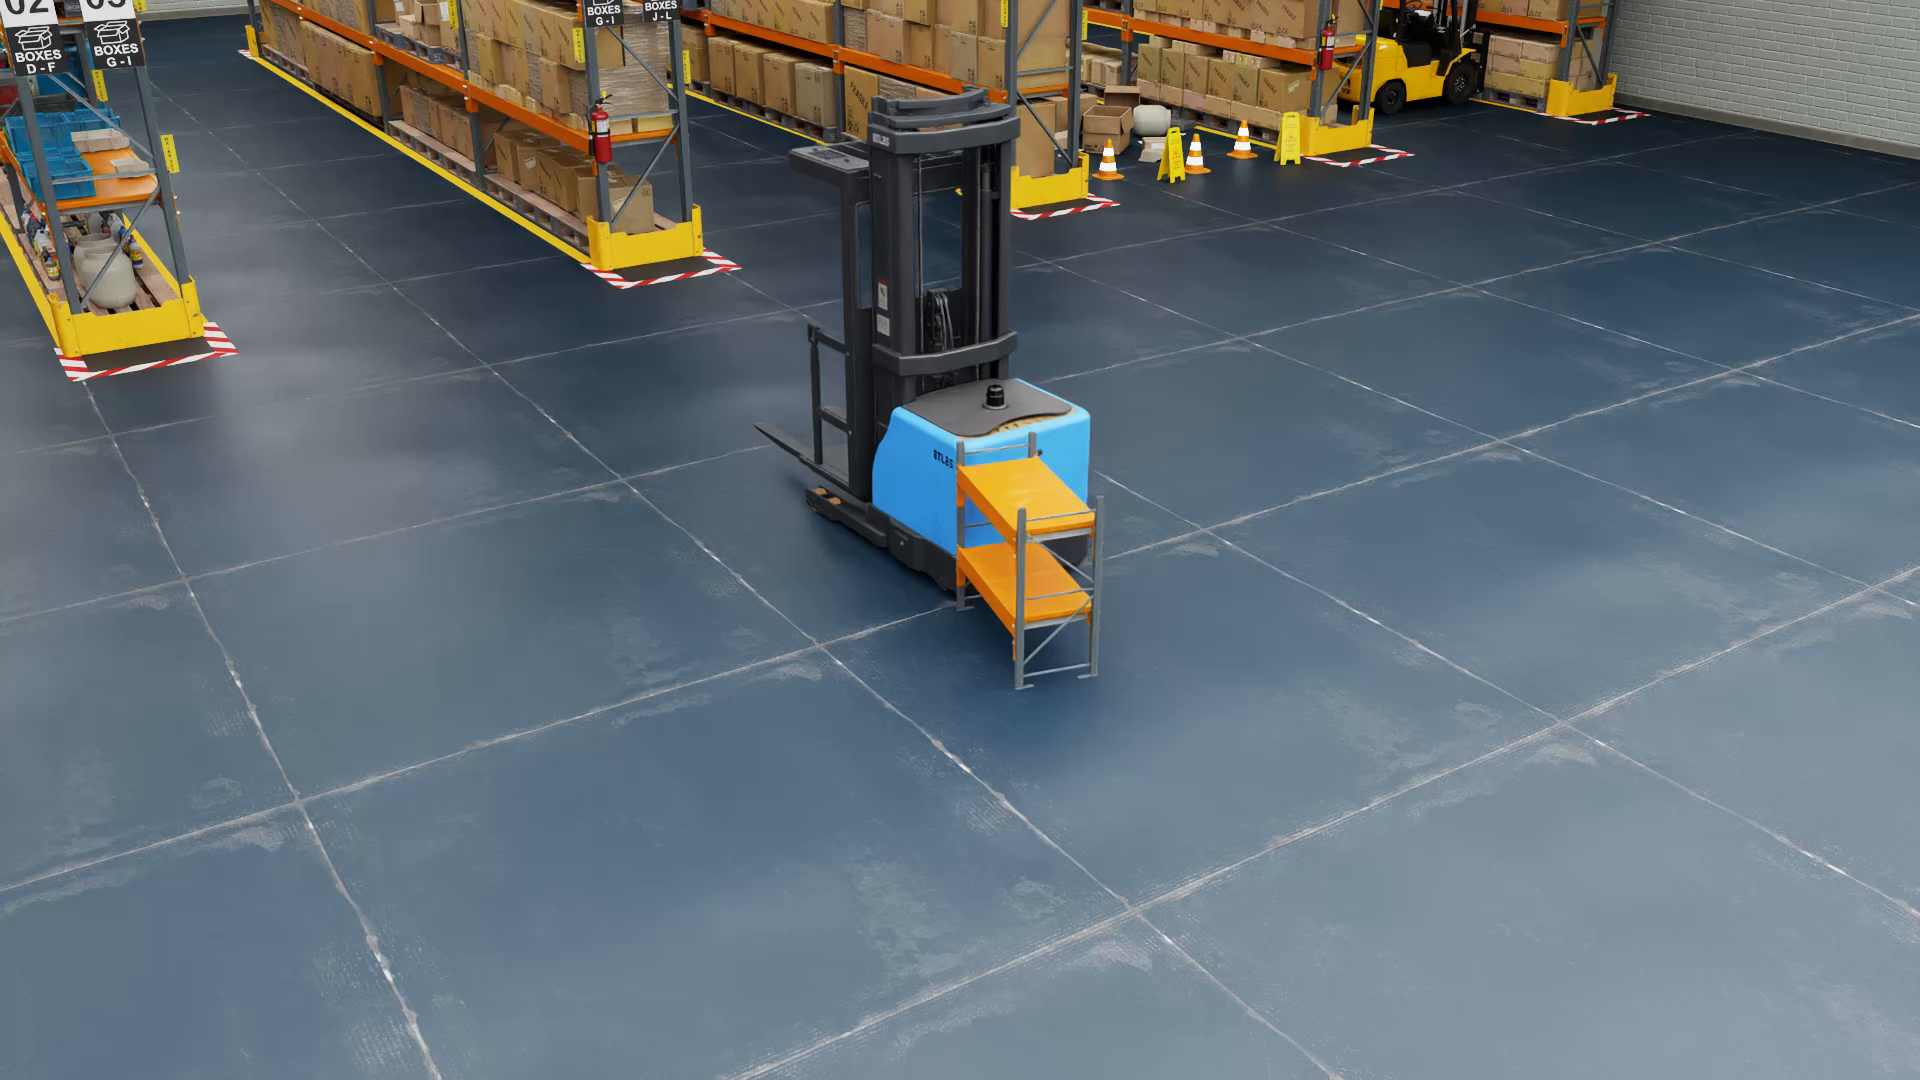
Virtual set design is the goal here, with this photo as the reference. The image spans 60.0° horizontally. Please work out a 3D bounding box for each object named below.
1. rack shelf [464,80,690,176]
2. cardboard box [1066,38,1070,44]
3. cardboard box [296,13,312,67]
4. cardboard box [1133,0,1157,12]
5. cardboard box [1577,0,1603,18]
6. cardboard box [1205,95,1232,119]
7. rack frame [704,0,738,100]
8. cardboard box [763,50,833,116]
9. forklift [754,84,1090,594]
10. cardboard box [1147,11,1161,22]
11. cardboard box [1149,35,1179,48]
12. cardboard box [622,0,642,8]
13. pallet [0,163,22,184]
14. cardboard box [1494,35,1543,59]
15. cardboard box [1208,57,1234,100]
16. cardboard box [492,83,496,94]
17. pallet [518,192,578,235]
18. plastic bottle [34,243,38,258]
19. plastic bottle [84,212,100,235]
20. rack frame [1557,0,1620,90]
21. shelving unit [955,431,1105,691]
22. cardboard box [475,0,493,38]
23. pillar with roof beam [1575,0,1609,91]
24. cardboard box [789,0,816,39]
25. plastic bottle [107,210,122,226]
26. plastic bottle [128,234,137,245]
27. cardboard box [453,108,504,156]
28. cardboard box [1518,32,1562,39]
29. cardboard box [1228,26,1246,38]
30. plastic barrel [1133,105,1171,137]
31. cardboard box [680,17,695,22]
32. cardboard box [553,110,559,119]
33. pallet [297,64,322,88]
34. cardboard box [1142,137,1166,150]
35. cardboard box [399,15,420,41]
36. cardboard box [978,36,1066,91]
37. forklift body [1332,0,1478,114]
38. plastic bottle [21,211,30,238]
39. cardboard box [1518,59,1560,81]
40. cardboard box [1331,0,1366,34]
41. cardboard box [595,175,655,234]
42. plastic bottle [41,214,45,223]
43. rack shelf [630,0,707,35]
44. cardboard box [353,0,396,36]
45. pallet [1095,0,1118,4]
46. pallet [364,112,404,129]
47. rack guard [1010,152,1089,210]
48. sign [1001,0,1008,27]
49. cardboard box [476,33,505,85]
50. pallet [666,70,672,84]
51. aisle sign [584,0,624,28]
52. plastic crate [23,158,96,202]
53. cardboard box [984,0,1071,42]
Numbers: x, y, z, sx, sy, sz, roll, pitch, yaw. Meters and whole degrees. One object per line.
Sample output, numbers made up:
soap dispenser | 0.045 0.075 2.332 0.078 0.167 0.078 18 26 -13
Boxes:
rack shelf | -4.339 -4.680 18.492 1.077 0.370 4.000 -16 29 -30
cardboard box | 1.398 -7.995 27.259 0.950 0.372 0.625 -16 30 -31
cardboard box | -10.091 -8.065 26.818 0.875 0.875 0.875 -16 29 -30
cardboard box | 2.879 -7.987 24.190 0.500 0.500 0.500 -16 29 -30
cardboard box | 9.175 -8.044 24.659 0.500 0.500 0.500 -14 29 -28
cardboard box | 3.823 -6.145 23.482 0.500 0.250 0.500 -17 30 -31
rack frame | -3.403 -8.271 25.256 1.000 3.000 0.127 -16 29 -30
cardboard box | -2.157 -6.559 23.775 1.050 0.750 0.750 -16 29 -30
forklift | -0.422 -1.561 11.123 1.130 2.935 3.031 -17 30 -31
cardboard box | 2.957 -7.650 24.236 0.380 0.149 0.250 -15 29 -28
cardboard box | 2.986 -7.276 24.240 0.380 0.149 0.250 -15 29 -29
cardboard box | -3.586 -5.362 17.458 0.500 0.500 0.500 -16 29 -30
pallet | -11.374 -4.450 20.428 1.003 0.211 1.213 -16 29 -30
cardboard box | 8.416 -7.429 25.031 0.500 0.250 0.500 -15 29 -29
cardboard box | 3.843 -6.478 23.310 0.500 0.500 0.500 -16 30 -31
cardboard box | -5.136 -5.197 19.039 0.380 0.149 0.250 -16 29 -30
pallet | -4.364 -3.790 19.032 1.003 0.211 1.213 -16 29 -30
plastic bottle | -9.250 -2.940 16.726 0.097 0.201 0.097 0 25 0
plastic bottle | -9.108 -3.370 17.463 0.144 0.351 0.185 -16 29 -30
rack frame | 9.213 -7.757 24.168 1.000 3.000 0.127 -16 29 -30
shelving unit | 0.385 0.100 9.721 0.538 1.125 1.048 -8 27 -17
cardboard box | -5.124 -5.953 18.711 0.500 0.500 0.500 -16 29 -30
pillar with roof beam | 5.981 -9.926 21.735 9.100 9.000 0.400 -16 29 -30
cardboard box | -2.004 -7.190 22.850 0.500 0.500 0.500 -16 30 -30
plastic bottle | -8.706 -3.220 17.144 0.144 0.351 0.185 -16 29 -30
plastic bottle | -8.234 -2.912 16.572 0.061 0.283 0.133 -15 29 -29
cardboard box | -5.992 -5.188 21.140 0.700 0.500 0.500 -16 29 -30
cardboard box | 8.833 -7.550 25.286 0.500 0.250 0.500 -15 29 -29
cardboard box | 3.916 -7.010 22.881 0.380 0.149 0.250 -16 30 -30
plastic barrel | 2.660 -5.820 23.082 0.512 0.421 0.421 3 25 6
cardboard box | -4.546 -8.216 26.699 0.500 0.250 0.500 -15 29 -28
cardboard box | -4.116 -4.589 17.751 0.380 0.149 0.250 -16 29 -30
pallet | -10.147 -7.611 27.125 1.003 0.211 1.213 -16 29 -30
cardboard box | 2.648 -5.308 22.319 0.380 0.149 0.250 -1 25 -3
cardboard box | -6.892 -6.620 21.443 0.500 0.250 0.500 -16 30 -31
cardboard box | 0.723 -5.599 19.421 0.875 0.550 0.550 -16 29 -30
forklift body | 6.649 -7.626 24.885 2.313 2.155 1.214 -16 29 -30
plastic bottle | -9.774 -3.315 17.439 0.097 0.271 0.097 0 25 0
cardboard box | 8.685 -7.031 24.773 0.500 0.250 0.500 -16 30 -30
cardboard box | 5.030 -7.013 22.126 0.500 0.500 0.500 -16 30 -30
cardboard box | -3.574 -3.576 17.748 0.500 0.500 0.500 -10 27 -20
plastic bottle | -9.486 -3.236 17.258 0.061 0.283 0.133 -16 29 -30
rack shelf | -4.495 -8.661 26.925 1.077 0.370 4.000 -16 29 -30
cardboard box | -8.091 -7.315 23.114 0.500 0.500 0.500 -15 29 -28
pallet | 1.804 -8.675 26.338 1.003 0.211 1.213 -16 29 -30
pallet | -7.982 -6.189 24.114 1.003 0.211 1.213 -16 29 -30
rack guard | 0.977 -4.270 19.710 1.175 0.500 0.348 -16 29 -30
sign | 0.502 -5.918 18.640 0.100 0.325 0.005 -16 29 -30
cardboard box | -4.993 -5.538 19.001 0.875 0.500 0.500 -16 29 -30
pallet | -4.491 -7.725 27.368 1.003 0.211 1.213 -16 29 -30
aisle sign | -3.465 -5.373 16.073 0.394 0.787 0.004 -16 29 -30
plastic crate | -7.921 -3.177 14.641 0.499 0.251 0.616 -16 29 -30
cardboard box | 0.794 -6.107 19.232 0.875 0.550 0.550 -16 29 -30
